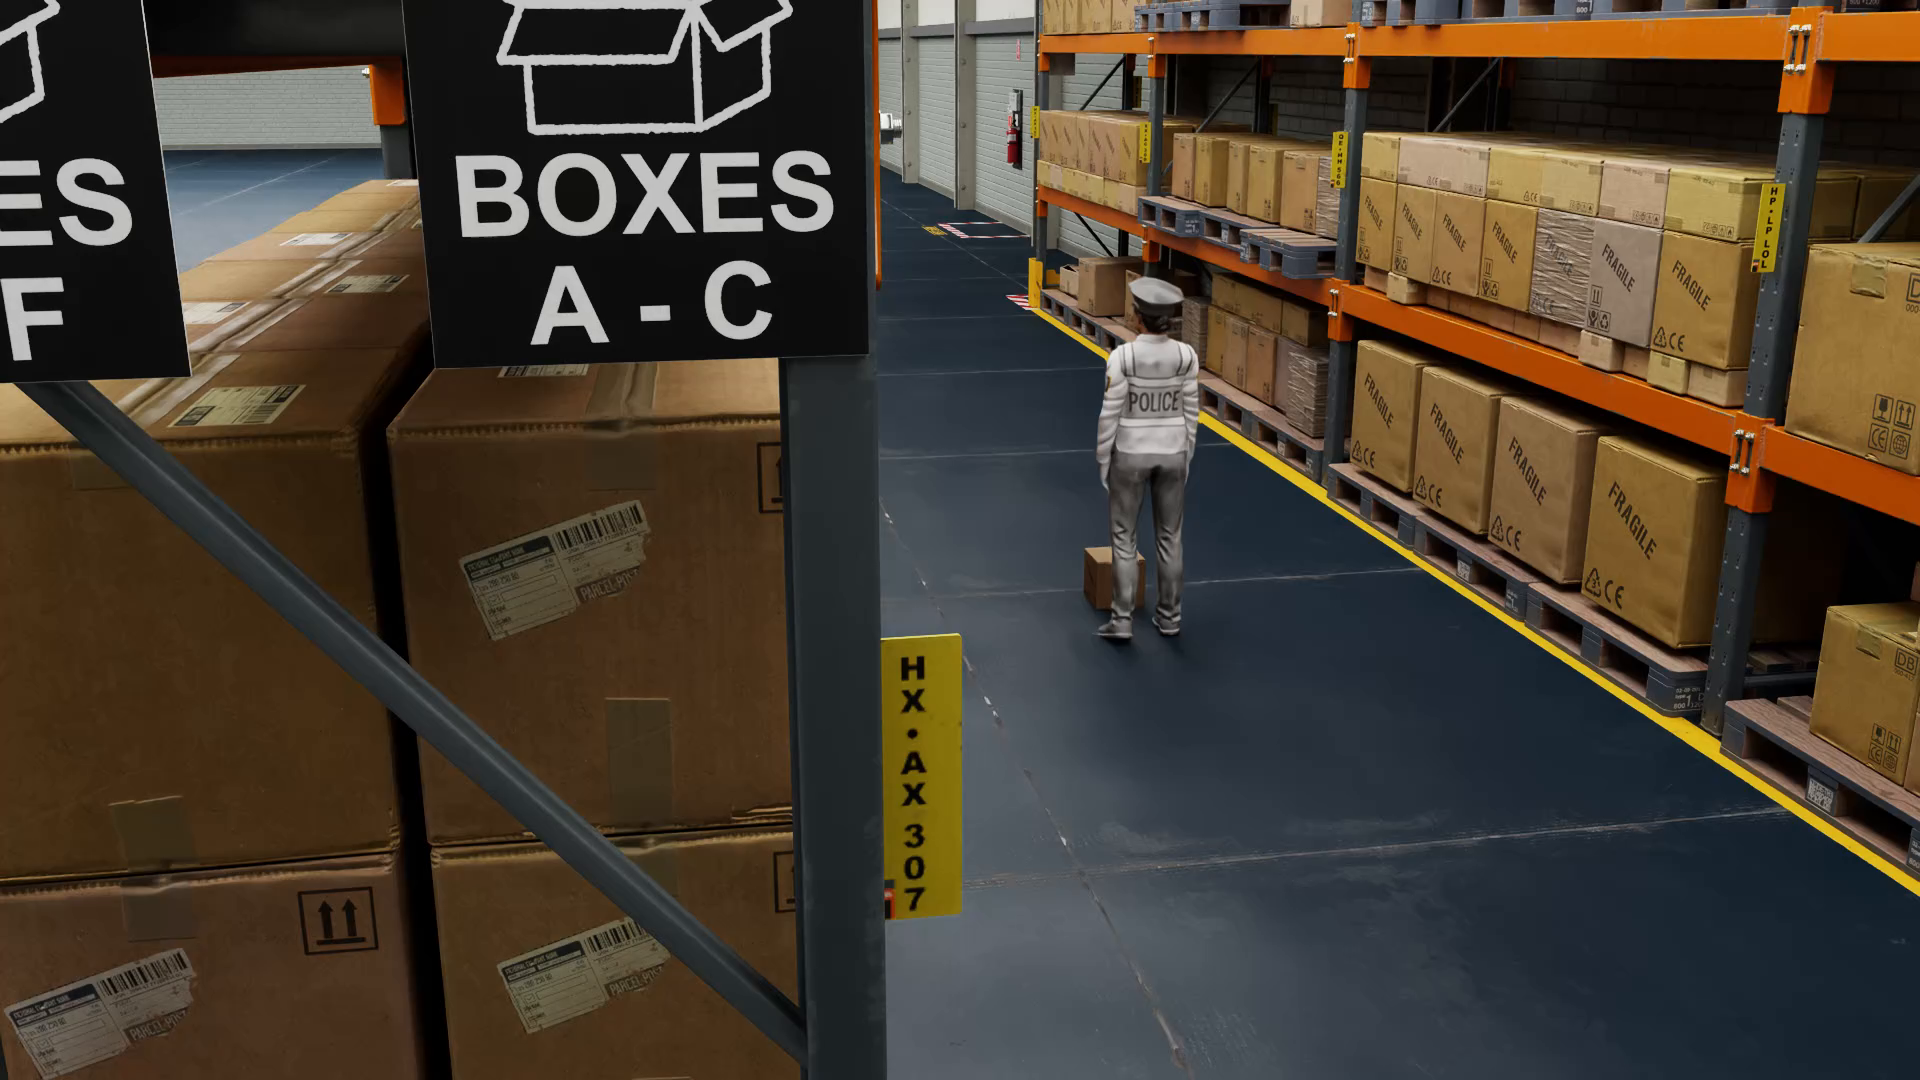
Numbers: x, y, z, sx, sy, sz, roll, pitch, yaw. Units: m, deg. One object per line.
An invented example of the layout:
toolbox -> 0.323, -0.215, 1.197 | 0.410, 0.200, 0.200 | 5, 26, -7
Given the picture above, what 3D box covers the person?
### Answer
person -> 0.866, -0.353, 7.735 | 0.482, 1.723, 0.350 | -3, 17, -9
